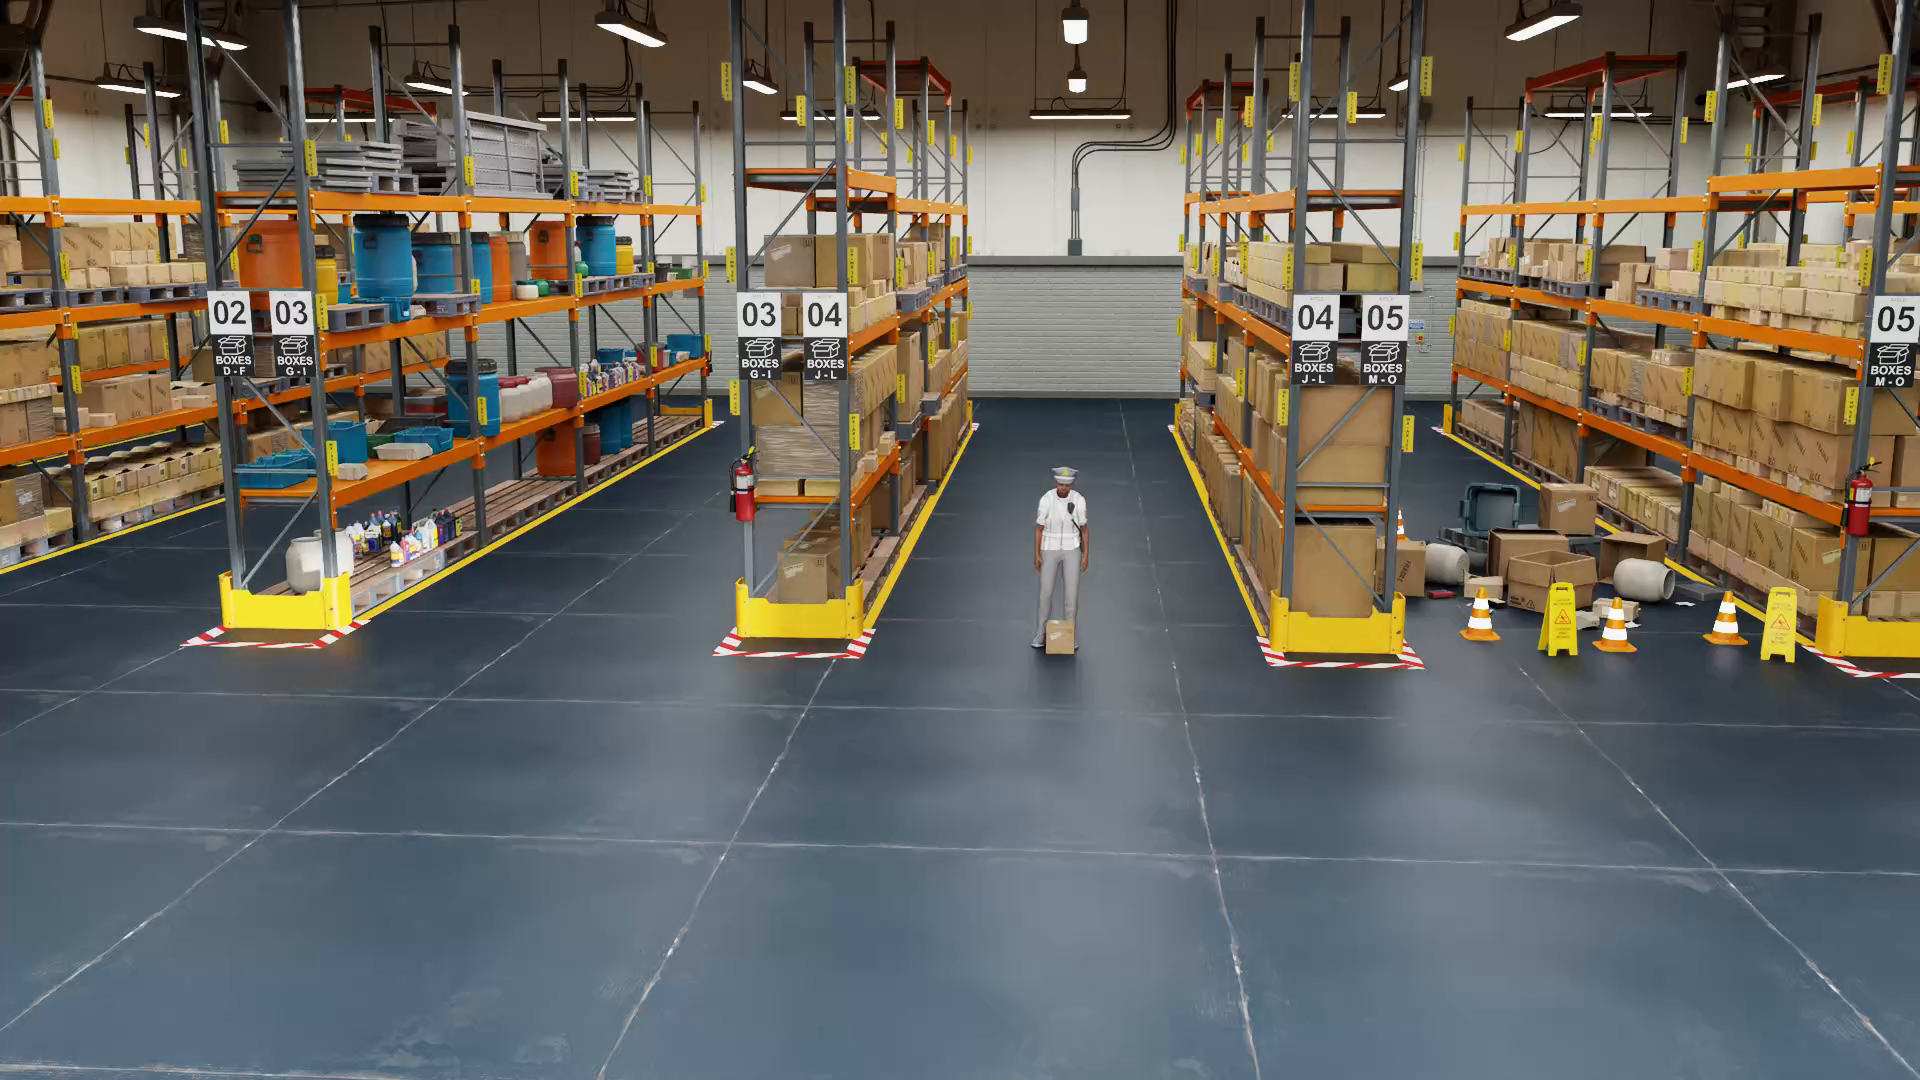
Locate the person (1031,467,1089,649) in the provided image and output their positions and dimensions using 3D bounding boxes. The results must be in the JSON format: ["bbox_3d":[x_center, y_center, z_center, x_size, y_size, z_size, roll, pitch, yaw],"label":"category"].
[{"bbox_3d":[0.916,0.147,15.166,0.517,1.657,0.417,1,11,3],"label":"person"}]
